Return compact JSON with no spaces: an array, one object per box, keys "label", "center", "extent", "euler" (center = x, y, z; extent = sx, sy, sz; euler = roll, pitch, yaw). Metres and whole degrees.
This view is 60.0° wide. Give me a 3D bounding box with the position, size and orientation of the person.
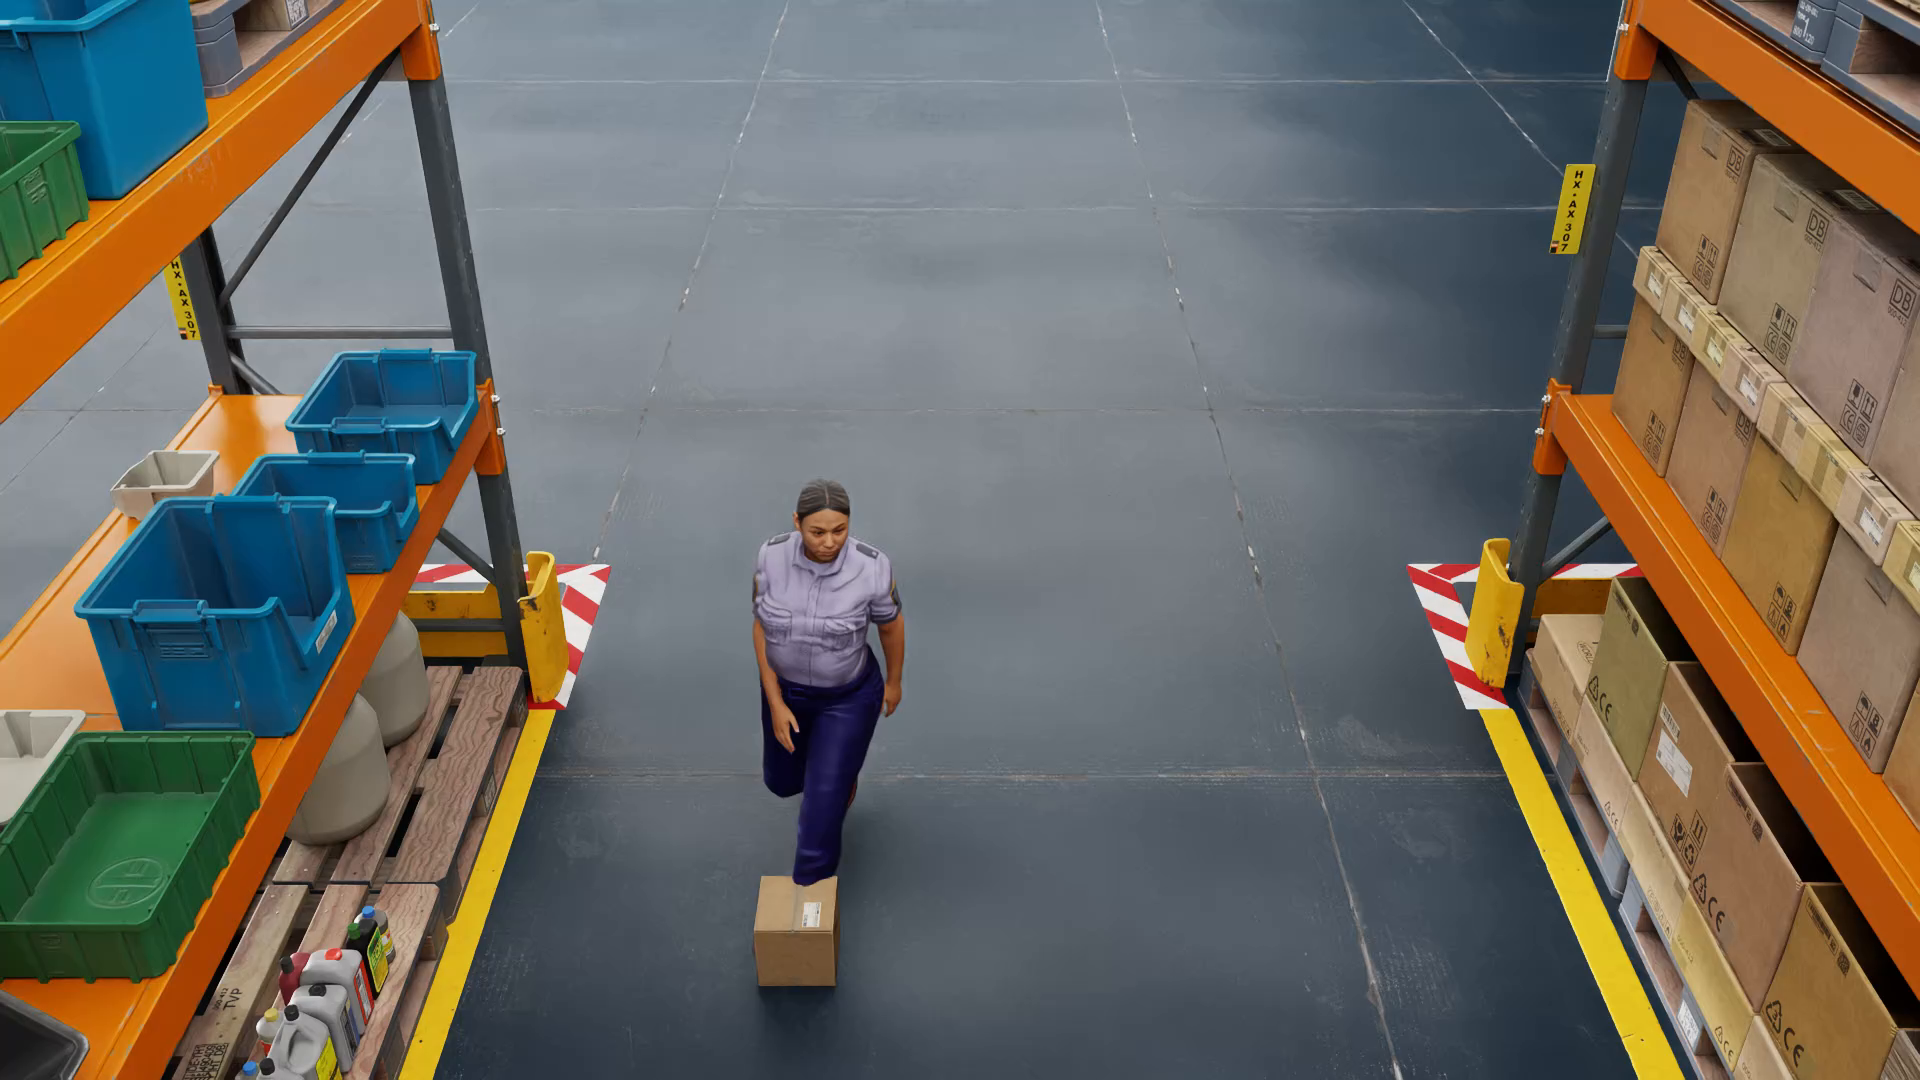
[{"label":"person","center":[-0.561,0.470,5.416],"extent":[0.531,1.689,0.417],"euler":[0,32,0]}]
